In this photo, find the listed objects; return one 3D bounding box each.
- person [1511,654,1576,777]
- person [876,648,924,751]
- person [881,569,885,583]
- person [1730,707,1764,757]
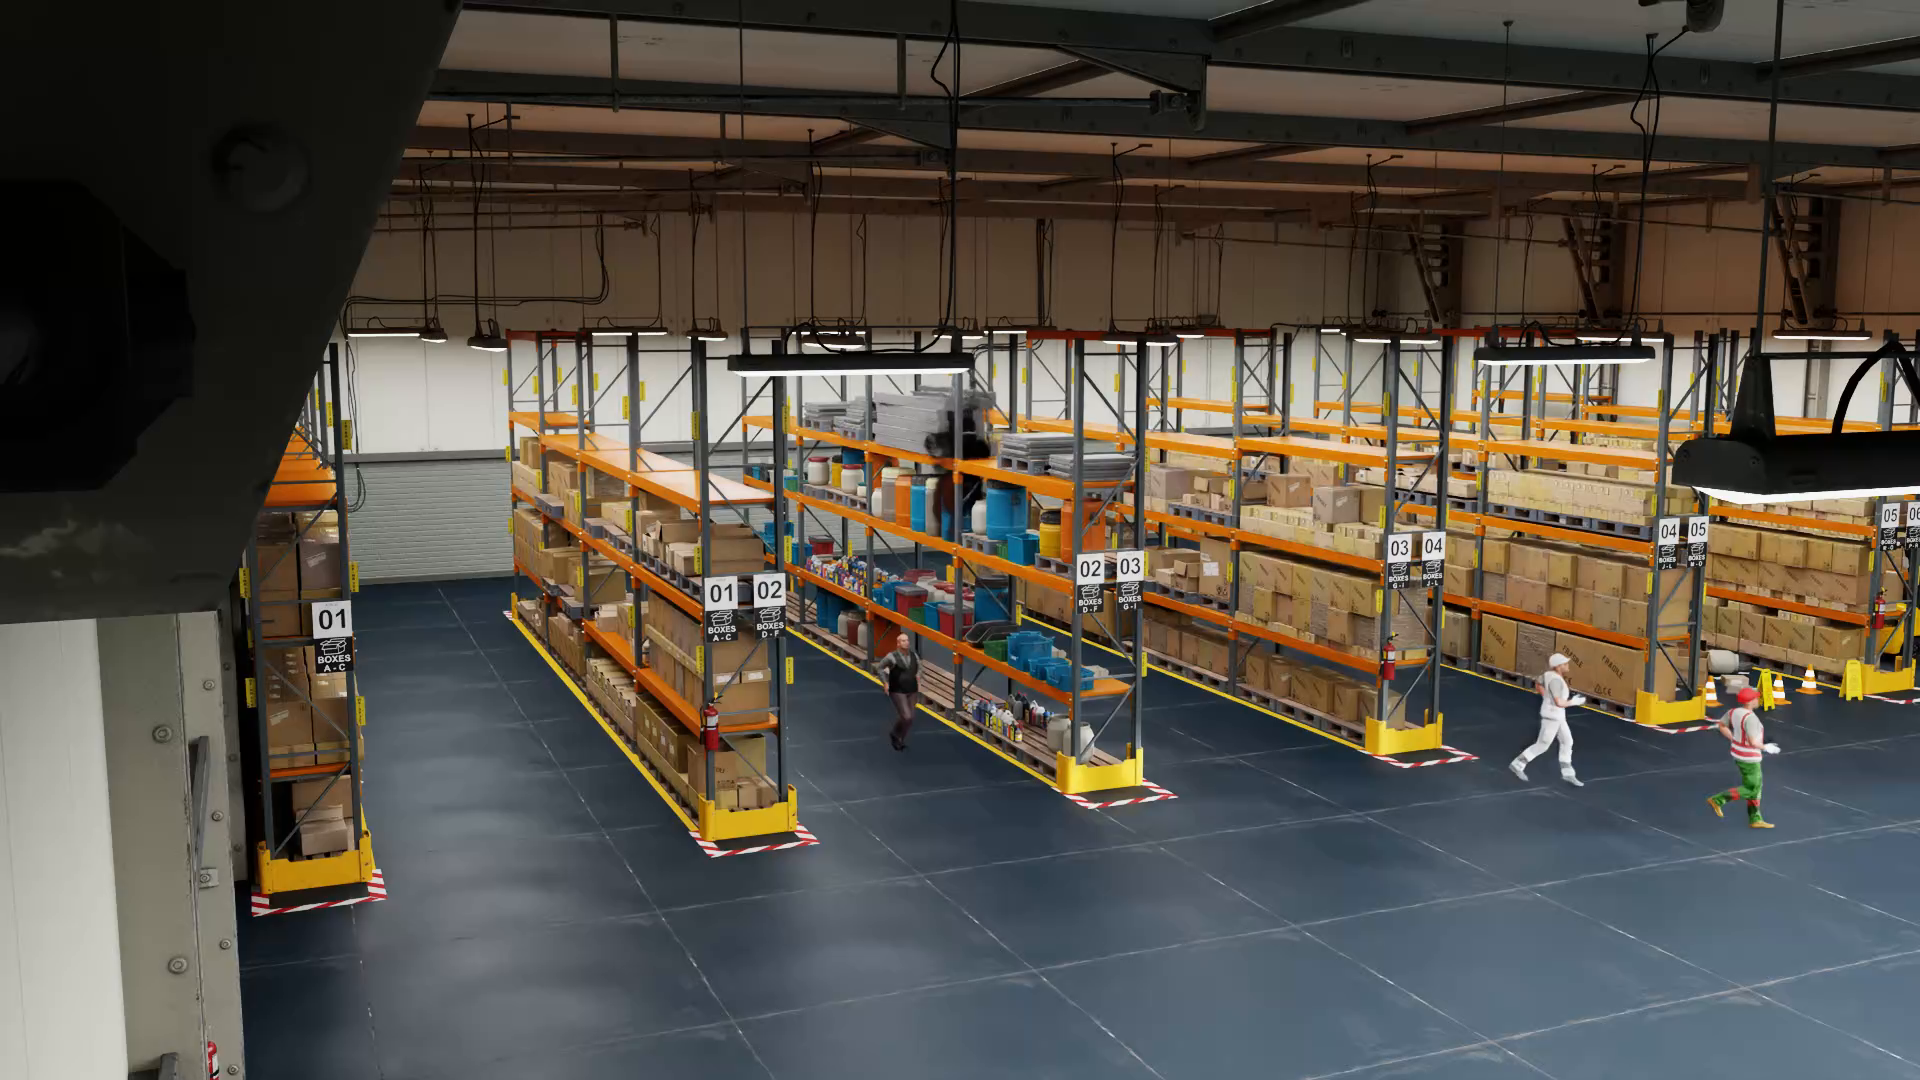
[{"bbox_3d":[7.876,2.350,22.354,0.830,1.695,0.417,2,8,18],"label":"person"},{"bbox_3d":[-0.808,2.287,23.856,0.639,1.486,0.606,-5,9,-33],"label":"person"},{"bbox_3d":[8.619,2.050,25.785,22.761,1.568,3.253,3,8,20],"label":"person"},{"bbox_3d":[9.666,2.363,20.417,0.326,0.528,0.410,0,8,1],"label":"person"}]
